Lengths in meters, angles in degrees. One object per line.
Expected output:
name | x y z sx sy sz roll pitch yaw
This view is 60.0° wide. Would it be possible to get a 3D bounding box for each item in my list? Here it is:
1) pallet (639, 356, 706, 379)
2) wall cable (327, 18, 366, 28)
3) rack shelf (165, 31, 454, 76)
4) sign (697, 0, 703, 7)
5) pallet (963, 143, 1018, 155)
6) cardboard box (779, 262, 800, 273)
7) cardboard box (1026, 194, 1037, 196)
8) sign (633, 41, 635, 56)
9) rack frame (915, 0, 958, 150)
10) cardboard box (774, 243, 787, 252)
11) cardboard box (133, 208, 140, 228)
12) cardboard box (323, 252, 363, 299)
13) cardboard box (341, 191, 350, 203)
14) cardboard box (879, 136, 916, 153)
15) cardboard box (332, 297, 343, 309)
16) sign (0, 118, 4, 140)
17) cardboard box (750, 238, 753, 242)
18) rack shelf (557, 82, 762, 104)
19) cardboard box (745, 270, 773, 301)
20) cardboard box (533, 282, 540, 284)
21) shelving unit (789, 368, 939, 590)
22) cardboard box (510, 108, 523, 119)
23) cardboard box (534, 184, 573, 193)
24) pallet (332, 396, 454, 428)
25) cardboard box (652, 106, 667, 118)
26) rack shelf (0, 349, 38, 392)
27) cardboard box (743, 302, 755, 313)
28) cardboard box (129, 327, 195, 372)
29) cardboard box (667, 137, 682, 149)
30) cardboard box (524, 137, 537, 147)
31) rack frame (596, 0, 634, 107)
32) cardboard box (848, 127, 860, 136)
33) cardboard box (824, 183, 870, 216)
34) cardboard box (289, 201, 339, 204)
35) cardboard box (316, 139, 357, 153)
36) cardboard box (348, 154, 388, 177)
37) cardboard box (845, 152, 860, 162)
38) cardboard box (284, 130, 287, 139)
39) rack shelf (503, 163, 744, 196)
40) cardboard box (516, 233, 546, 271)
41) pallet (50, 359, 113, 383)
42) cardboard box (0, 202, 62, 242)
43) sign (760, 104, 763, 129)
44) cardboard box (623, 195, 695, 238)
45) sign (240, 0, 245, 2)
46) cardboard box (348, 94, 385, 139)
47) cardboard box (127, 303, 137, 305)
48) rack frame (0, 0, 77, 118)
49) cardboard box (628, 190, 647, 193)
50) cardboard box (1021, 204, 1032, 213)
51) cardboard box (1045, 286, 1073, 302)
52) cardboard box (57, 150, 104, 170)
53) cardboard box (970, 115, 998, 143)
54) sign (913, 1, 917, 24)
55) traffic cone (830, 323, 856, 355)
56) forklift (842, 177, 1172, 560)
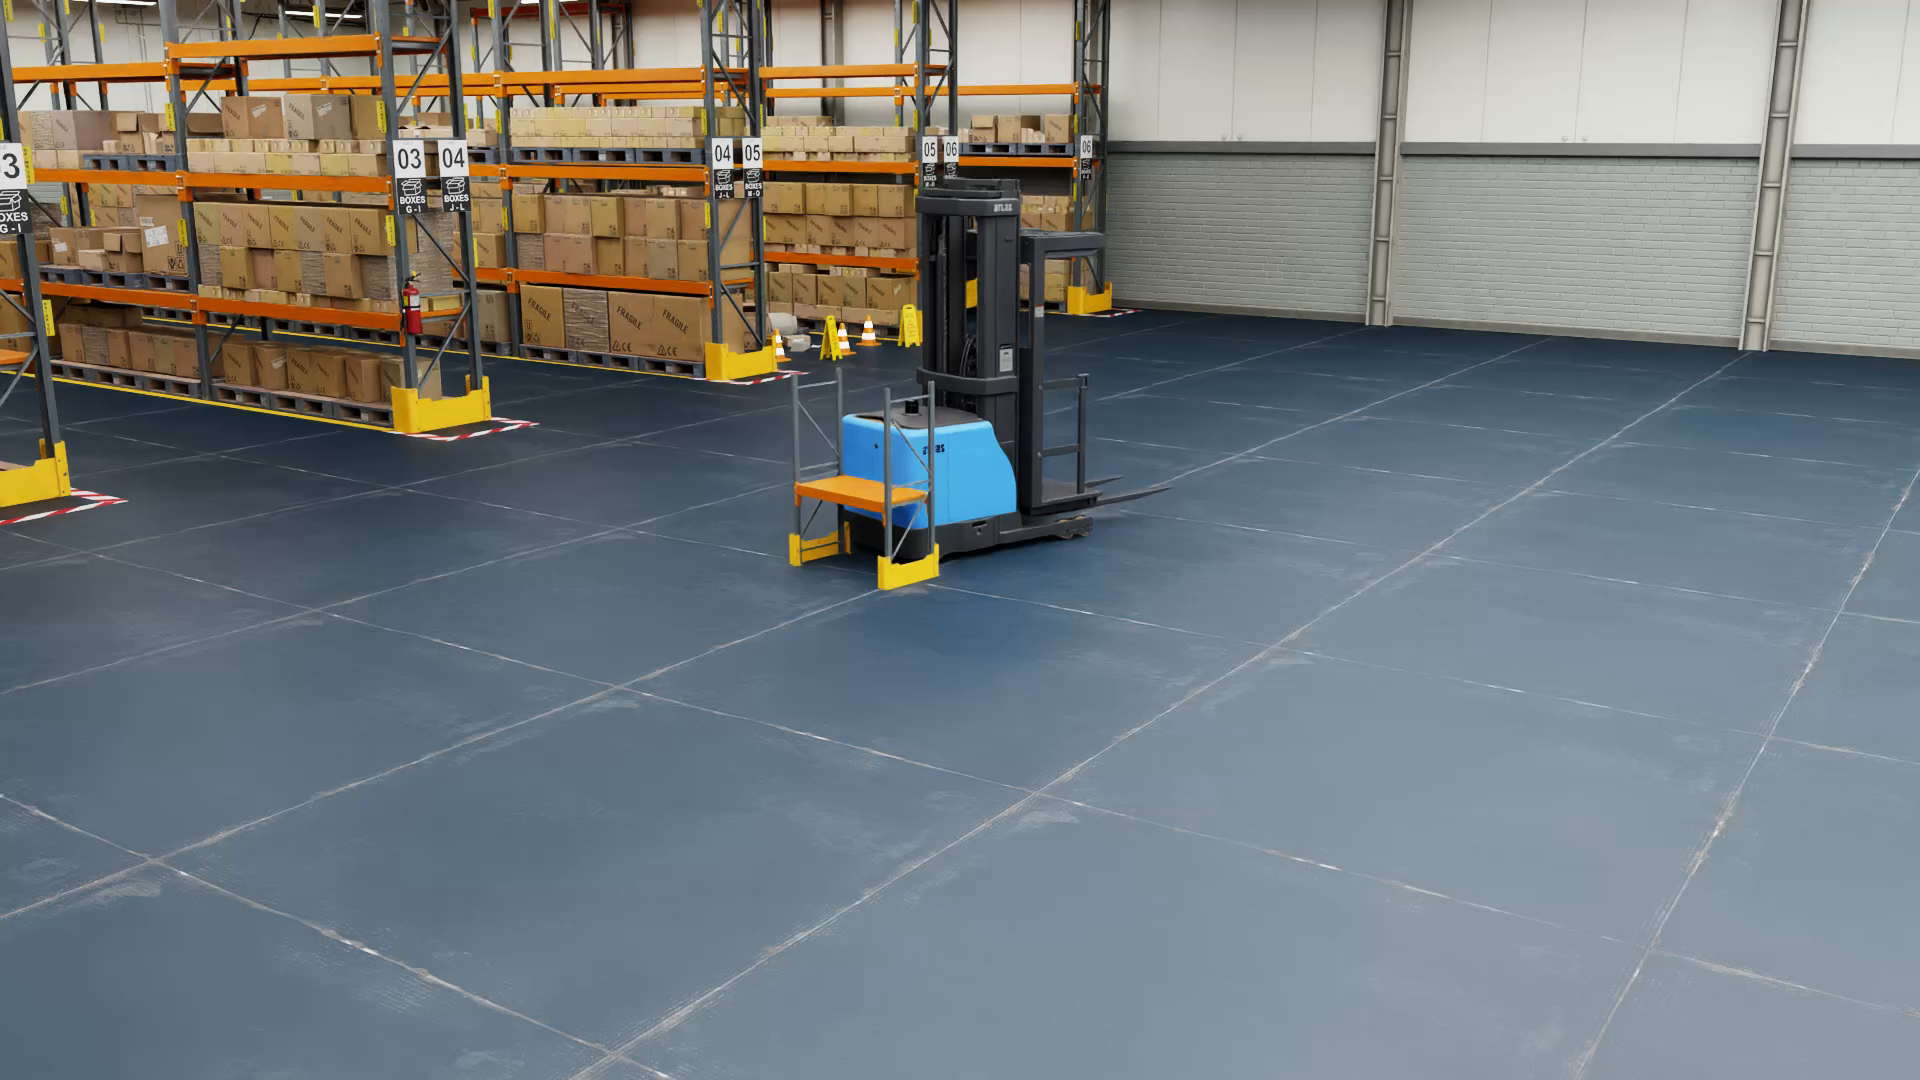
pallet | -3.750 -2.488 23.434 1.213 0.211 1.003 9 17 33
wall cable | -14.842 -14.510 42.138 0.133 3.039 2.988 9 17 33
rack shelf | -7.554 -5.604 19.238 4.000 0.370 1.077 9 17 33
sign | -3.357 -7.047 21.456 0.005 0.325 0.100 9 17 33
pallet | 0.814 -7.417 31.485 1.213 0.211 1.003 9 17 33
cardboard box | -2.847 -4.604 28.119 0.250 0.149 0.380 10 17 35
cardboard box | 1.389 -6.477 31.568 0.250 0.149 0.380 10 17 35
sign | -7.249 -10.904 36.869 0.005 0.325 0.100 9 17 33
rack frame | -0.364 -7.662 26.049 0.127 3.000 1.000 9 17 33
cardboard box | -2.939 -4.965 28.162 0.250 0.149 0.380 10 17 35
cardboard box | -14.401 -5.697 29.769 0.500 0.500 0.500 9 17 33
cardboard box | -6.818 -3.090 19.235 0.500 0.500 0.875 9 17 33
cardboard box | -12.537 -7.173 34.270 0.500 0.500 0.500 9 17 32
cardboard box | -0.939 -6.293 26.452 0.500 0.250 0.500 9 16 32
cardboard box | -7.073 -2.785 19.353 0.250 0.149 0.380 9 17 33
sign | -12.850 -5.483 22.247 0.005 0.325 0.100 9 17 33
cardboard box | -3.474 -5.365 28.427 0.500 0.500 0.500 9 17 33
rack shelf | -5.343 -7.924 29.434 4.000 0.370 1.077 9 17 33
cardboard box | -3.344 -4.387 28.590 0.500 0.500 0.500 10 17 35
cardboard box | -7.529 -5.105 31.750 0.875 0.875 0.875 9 17 32
shelving unit | -0.747 -0.493 12.694 1.083 1.500 0.587 13 19 42
cardboard box | -6.250 -6.143 23.936 0.250 0.149 0.380 9 17 33
cardboard box | -7.577 -6.374 31.041 0.500 0.500 0.500 9 16 31
pallet | -6.612 -1.547 19.633 1.213 0.211 1.003 9 17 33
cardboard box | -3.931 -5.769 22.424 0.250 0.149 0.380 10 17 34
rack shelf | -10.319 -1.706 15.969 4.000 0.370 1.077 9 17 33
cardboard box | -3.553 -3.660 27.561 0.500 0.500 0.500 -4 14 -16
cardboard box | -10.561 -2.540 22.129 0.500 0.500 0.700 8 16 28
cardboard box | -3.717 -5.347 22.380 0.250 0.149 0.380 9 17 33
cardboard box | -6.034 -5.722 23.893 0.250 0.149 0.380 9 17 33
rack frame | -7.554 -10.262 36.550 0.127 3.000 1.000 9 17 33
cardboard box | -1.605 -6.609 26.901 0.250 0.149 0.380 9 17 33
cardboard box | -1.806 -5.571 27.177 0.500 0.500 0.700 9 16 32
cardboard box | -7.857 -3.850 20.224 0.500 0.500 0.500 9 17 33
cardboard box | -7.095 -4.486 18.943 0.250 0.149 0.380 9 17 33
cardboard box | -6.437 -4.172 18.502 0.500 0.250 0.500 10 17 34
cardboard box | -1.649 -6.217 26.975 0.250 0.149 0.380 9 17 32
cardboard box | -10.719 -6.418 27.055 0.500 0.500 0.500 9 17 33
rack shelf | -4.702 -5.125 23.538 4.000 0.370 1.077 9 17 33
cardboard box | -6.049 -4.312 24.687 0.550 0.550 0.875 9 17 33
pallet | -11.885 -2.389 23.033 1.213 0.211 1.003 9 17 33
cardboard box | -13.131 -4.484 23.399 0.637 0.503 0.797 10 17 35
sign | -2.728 -5.778 22.697 0.005 0.325 0.100 9 17 33
cardboard box | -4.226 -4.562 23.449 0.550 0.550 0.875 9 17 33
sign | -8.896 -6.820 20.540 0.005 0.325 0.100 9 17 33
cardboard box | -6.976 -4.919 19.342 0.500 0.500 0.500 9 17 33
cardboard box | -15.016 -4.409 30.449 0.250 0.149 0.380 8 16 30
rack frame | -12.533 -6.759 22.401 0.127 3.000 1.000 9 17 33
cardboard box | -6.848 -7.423 36.486 0.500 0.500 0.700 9 17 33
cardboard box | 1.350 -6.205 31.090 0.250 0.149 0.380 9 17 32
cardboard box | 1.837 -4.610 31.050 0.500 0.250 0.500 9 17 33
cardboard box | -11.427 -4.981 21.771 0.500 0.250 0.500 10 17 34
cardboard box | 0.642 -7.753 31.362 0.637 0.503 0.797 10 17 35
sign | -0.691 -8.085 25.482 0.005 0.325 0.100 9 17 33
traffic cone | -1.778 -3.052 25.191 0.334 0.463 0.336 9 17 33
forklift | 0.496 -1.516 13.848 3.031 2.935 1.130 -11 17 -37
